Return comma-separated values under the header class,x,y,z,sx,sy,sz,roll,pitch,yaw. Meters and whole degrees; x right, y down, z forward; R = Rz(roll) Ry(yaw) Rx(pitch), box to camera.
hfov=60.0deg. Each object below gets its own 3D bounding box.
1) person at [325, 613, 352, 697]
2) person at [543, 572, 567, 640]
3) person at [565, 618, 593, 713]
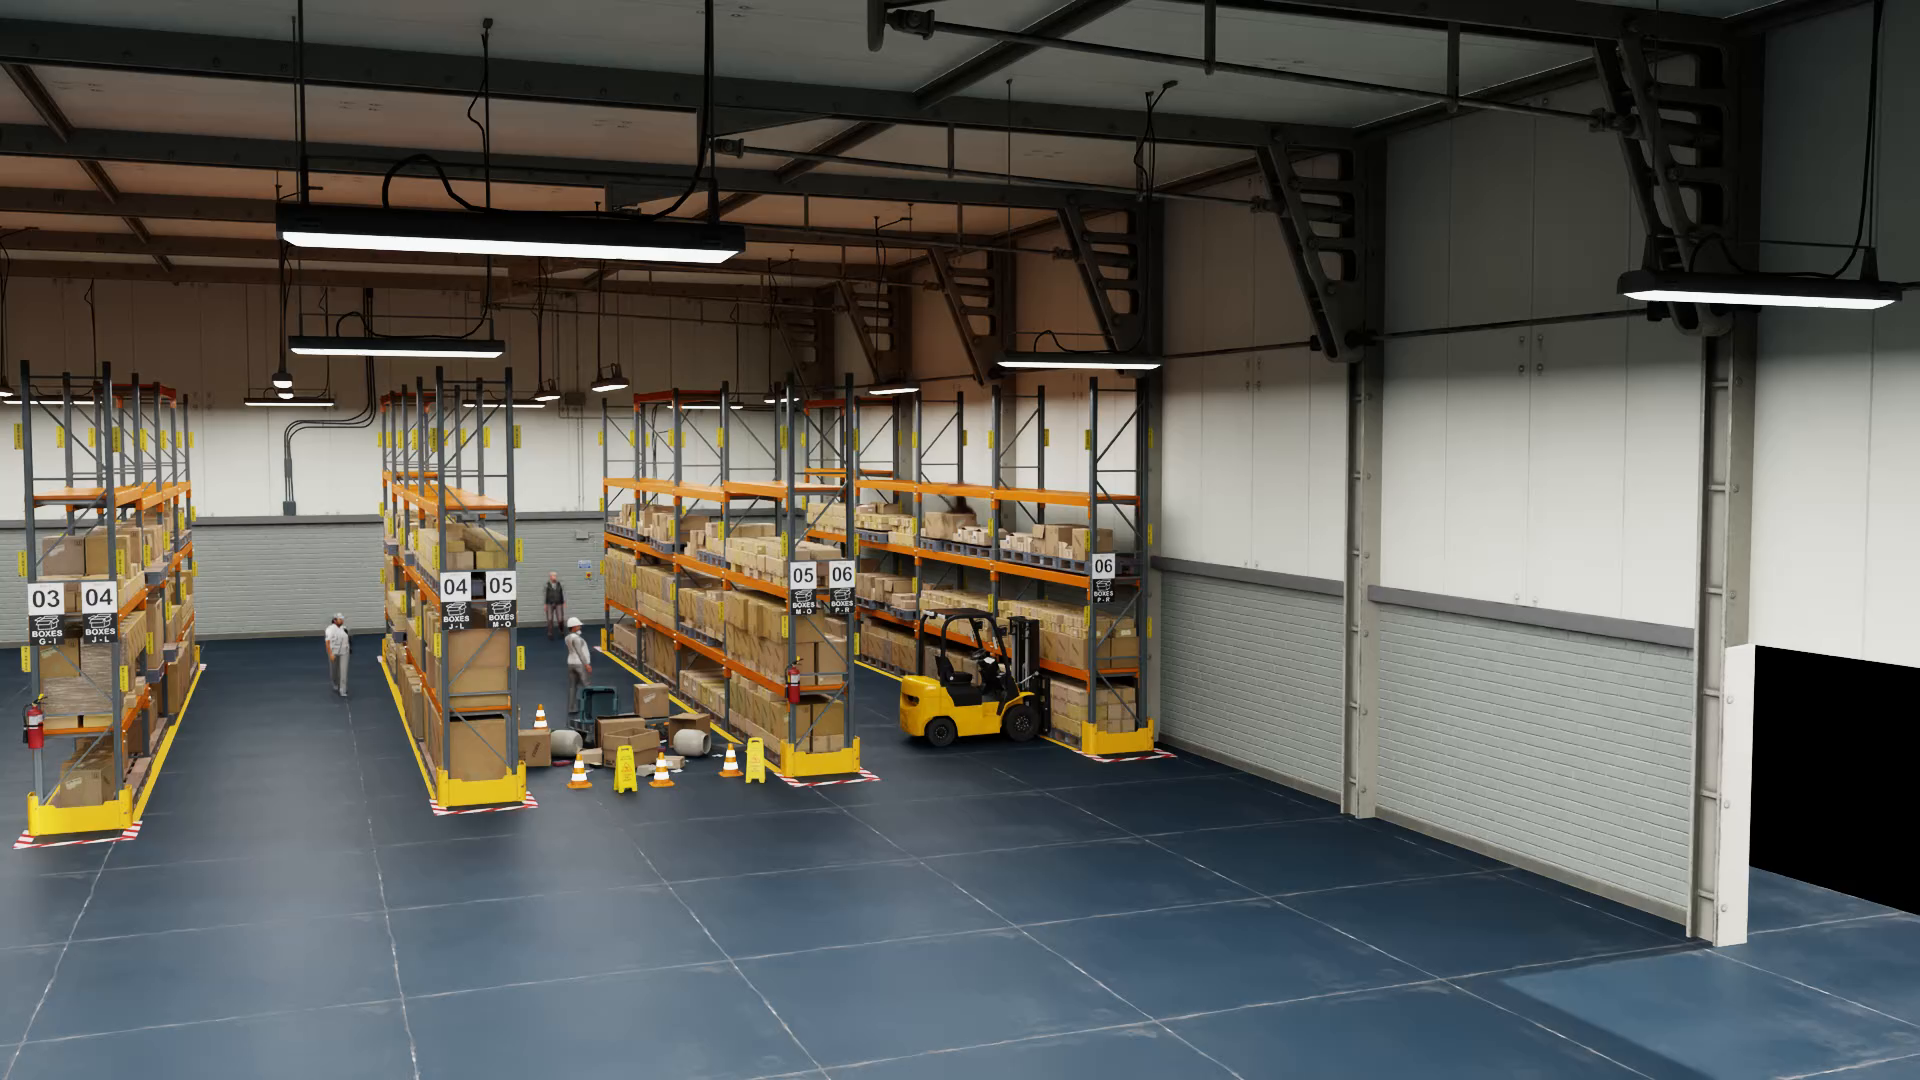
class,x,y,z,sx,sy,sz,roll,pitch,yaw
person,-12.166,2.233,32.585,0.486,1.623,0.929,-1,4,-15
person,-10.191,1.666,41.840,0.589,1.716,0.551,-1,3,-10
person,-6.951,2.297,30.419,0.642,1.767,0.485,3,4,36
